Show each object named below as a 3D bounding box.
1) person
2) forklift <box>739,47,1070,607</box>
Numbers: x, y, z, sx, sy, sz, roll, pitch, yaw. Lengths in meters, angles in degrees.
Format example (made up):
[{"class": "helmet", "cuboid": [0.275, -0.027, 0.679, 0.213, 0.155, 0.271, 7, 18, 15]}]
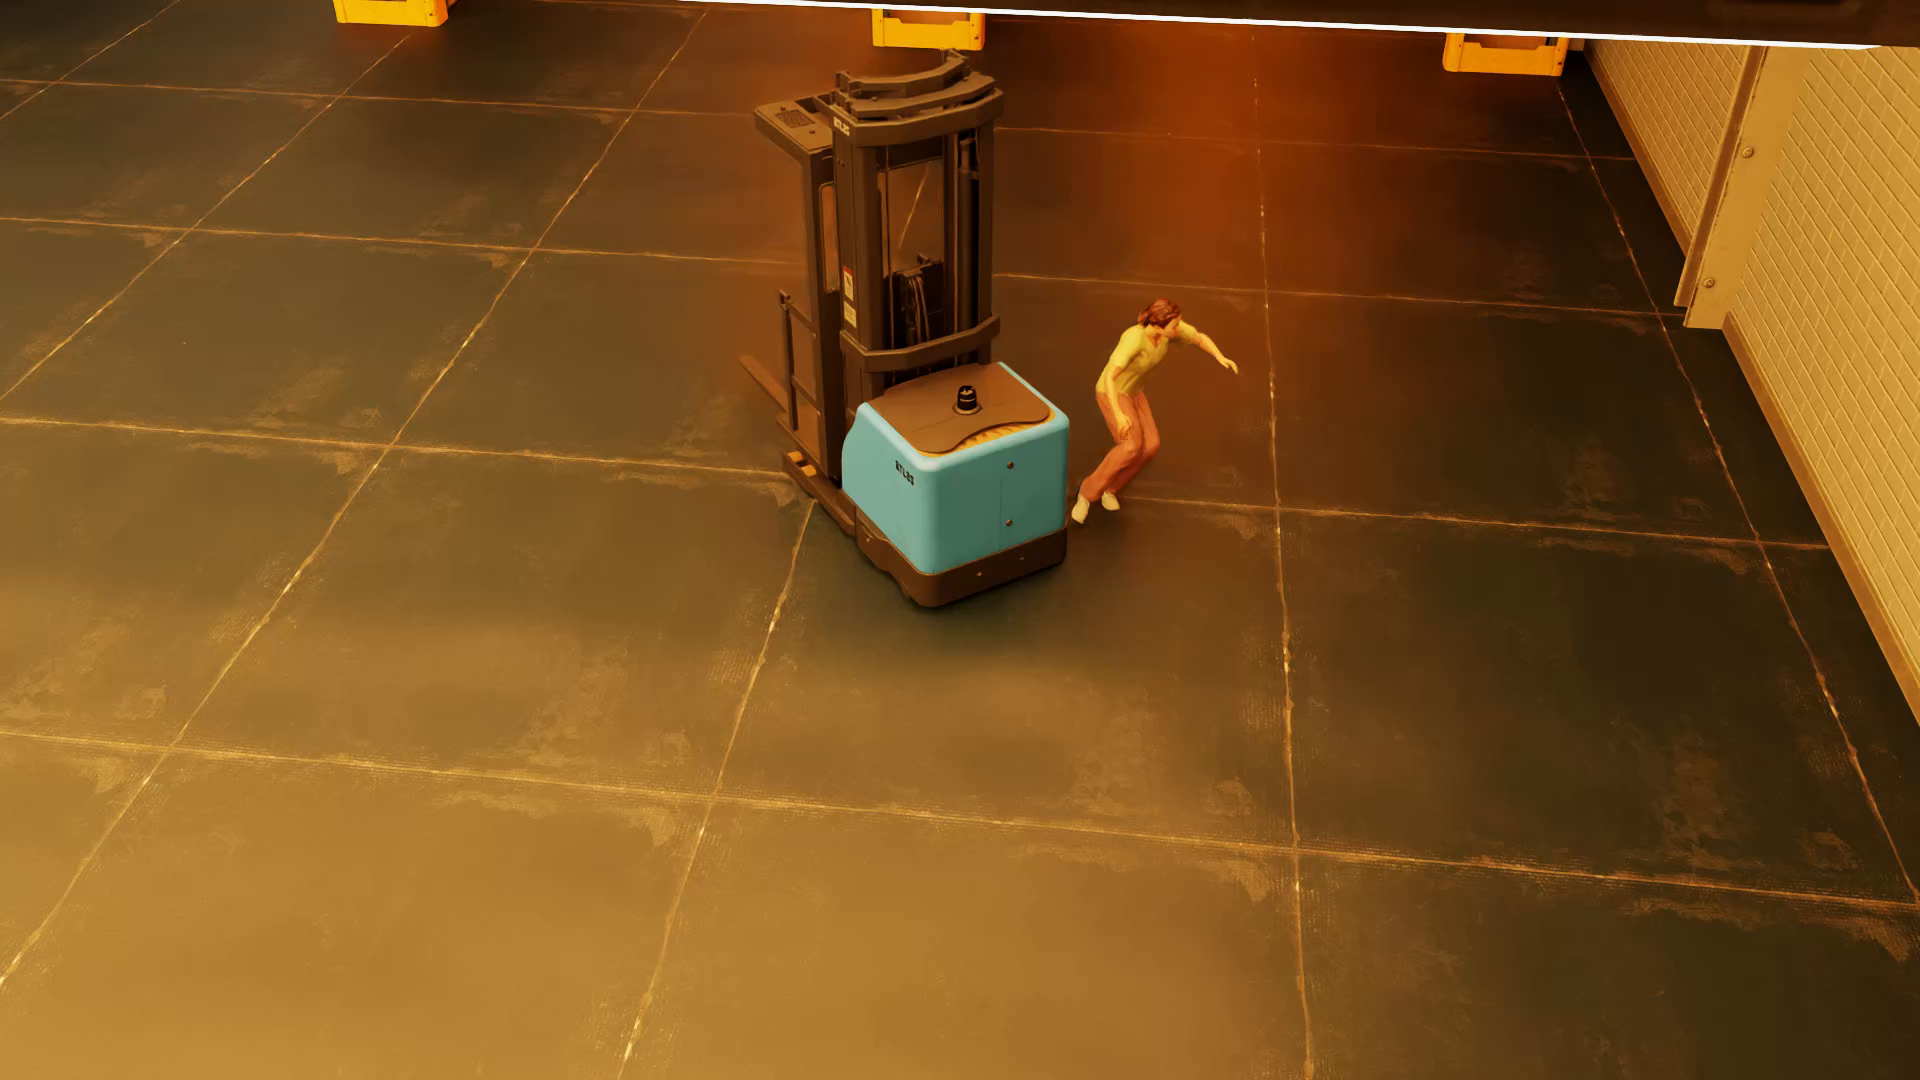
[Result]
[{"class": "person", "cuboid": [1.154, -0.799, 10.390, 0.828, 1.431, 1.100, 25, 43, 30]}, {"class": "forklift", "cuboid": [-0.525, -1.632, 10.244, 1.130, 2.935, 3.031, -19, 41, -24]}]
